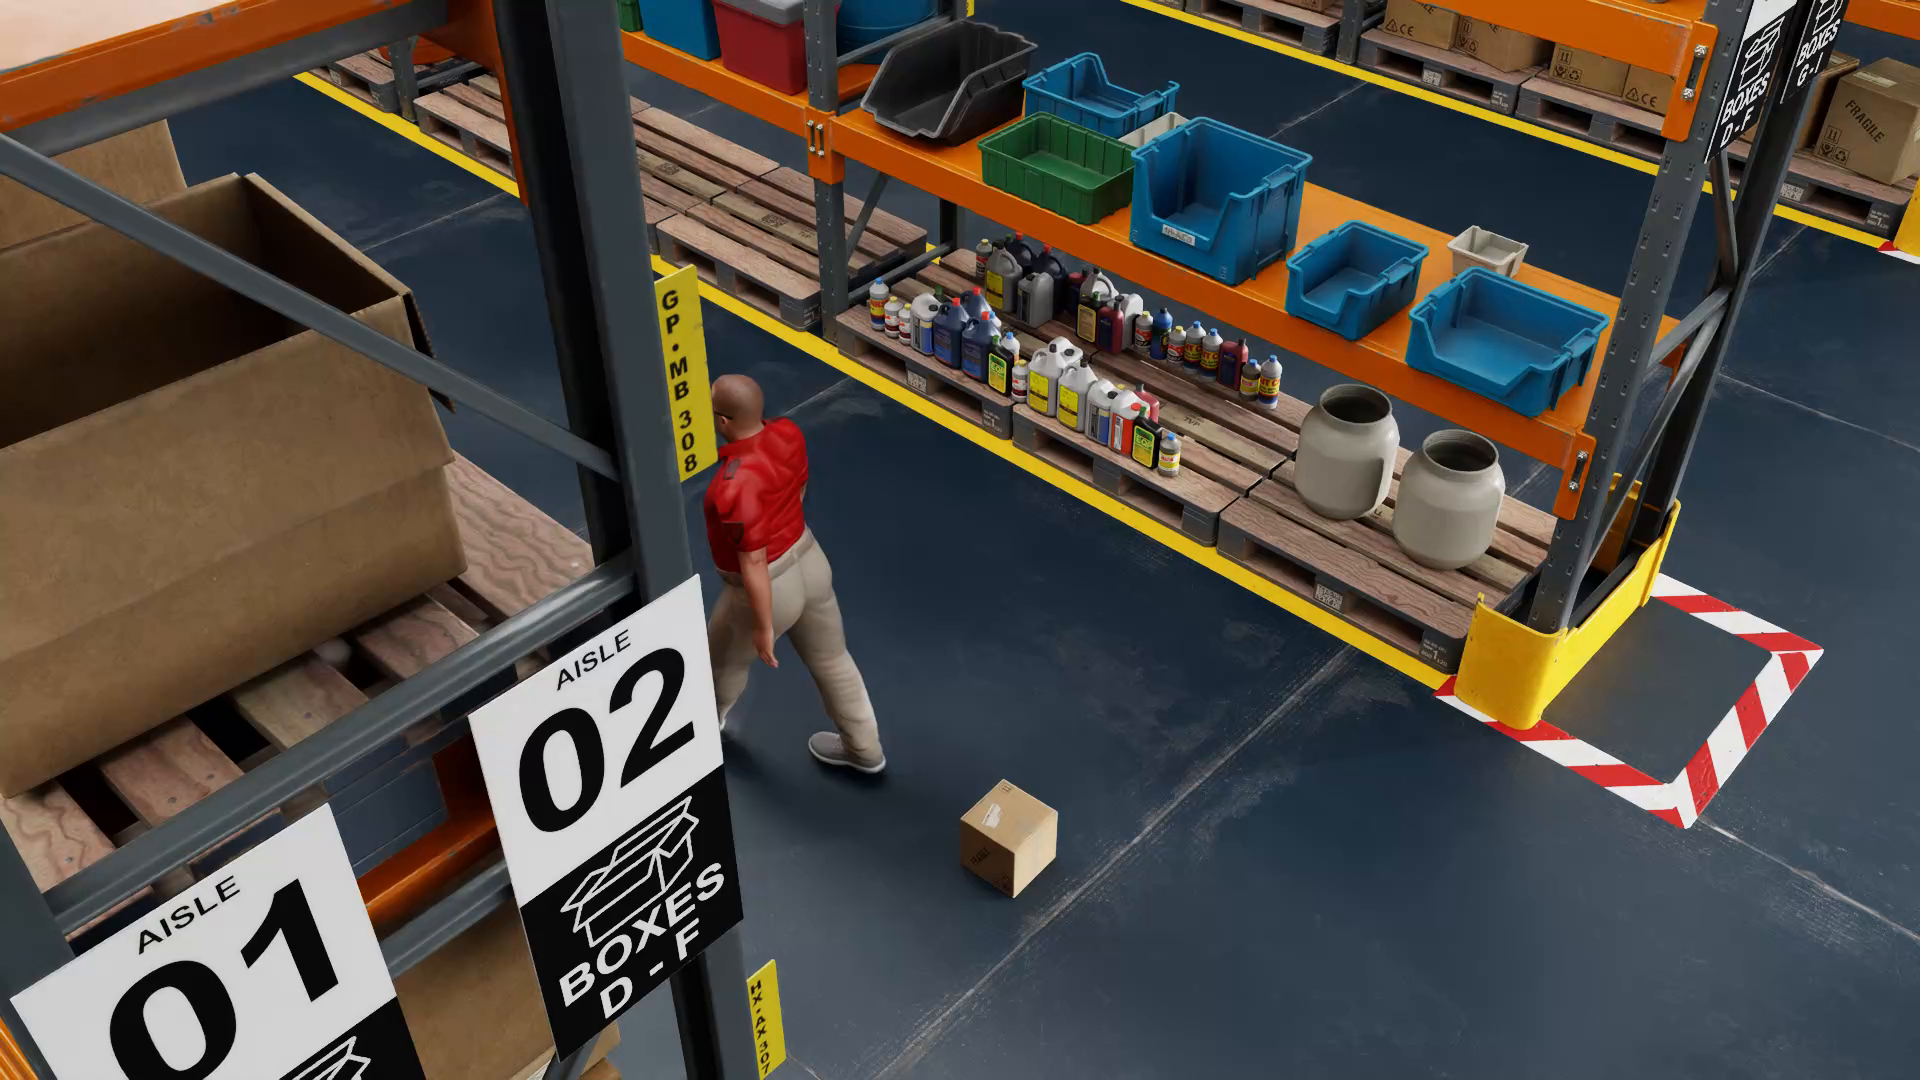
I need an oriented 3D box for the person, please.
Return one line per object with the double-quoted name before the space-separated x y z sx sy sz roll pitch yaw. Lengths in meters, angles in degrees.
"person" -0.729 0.111 6.021 0.979 1.664 0.570 20 43 23
